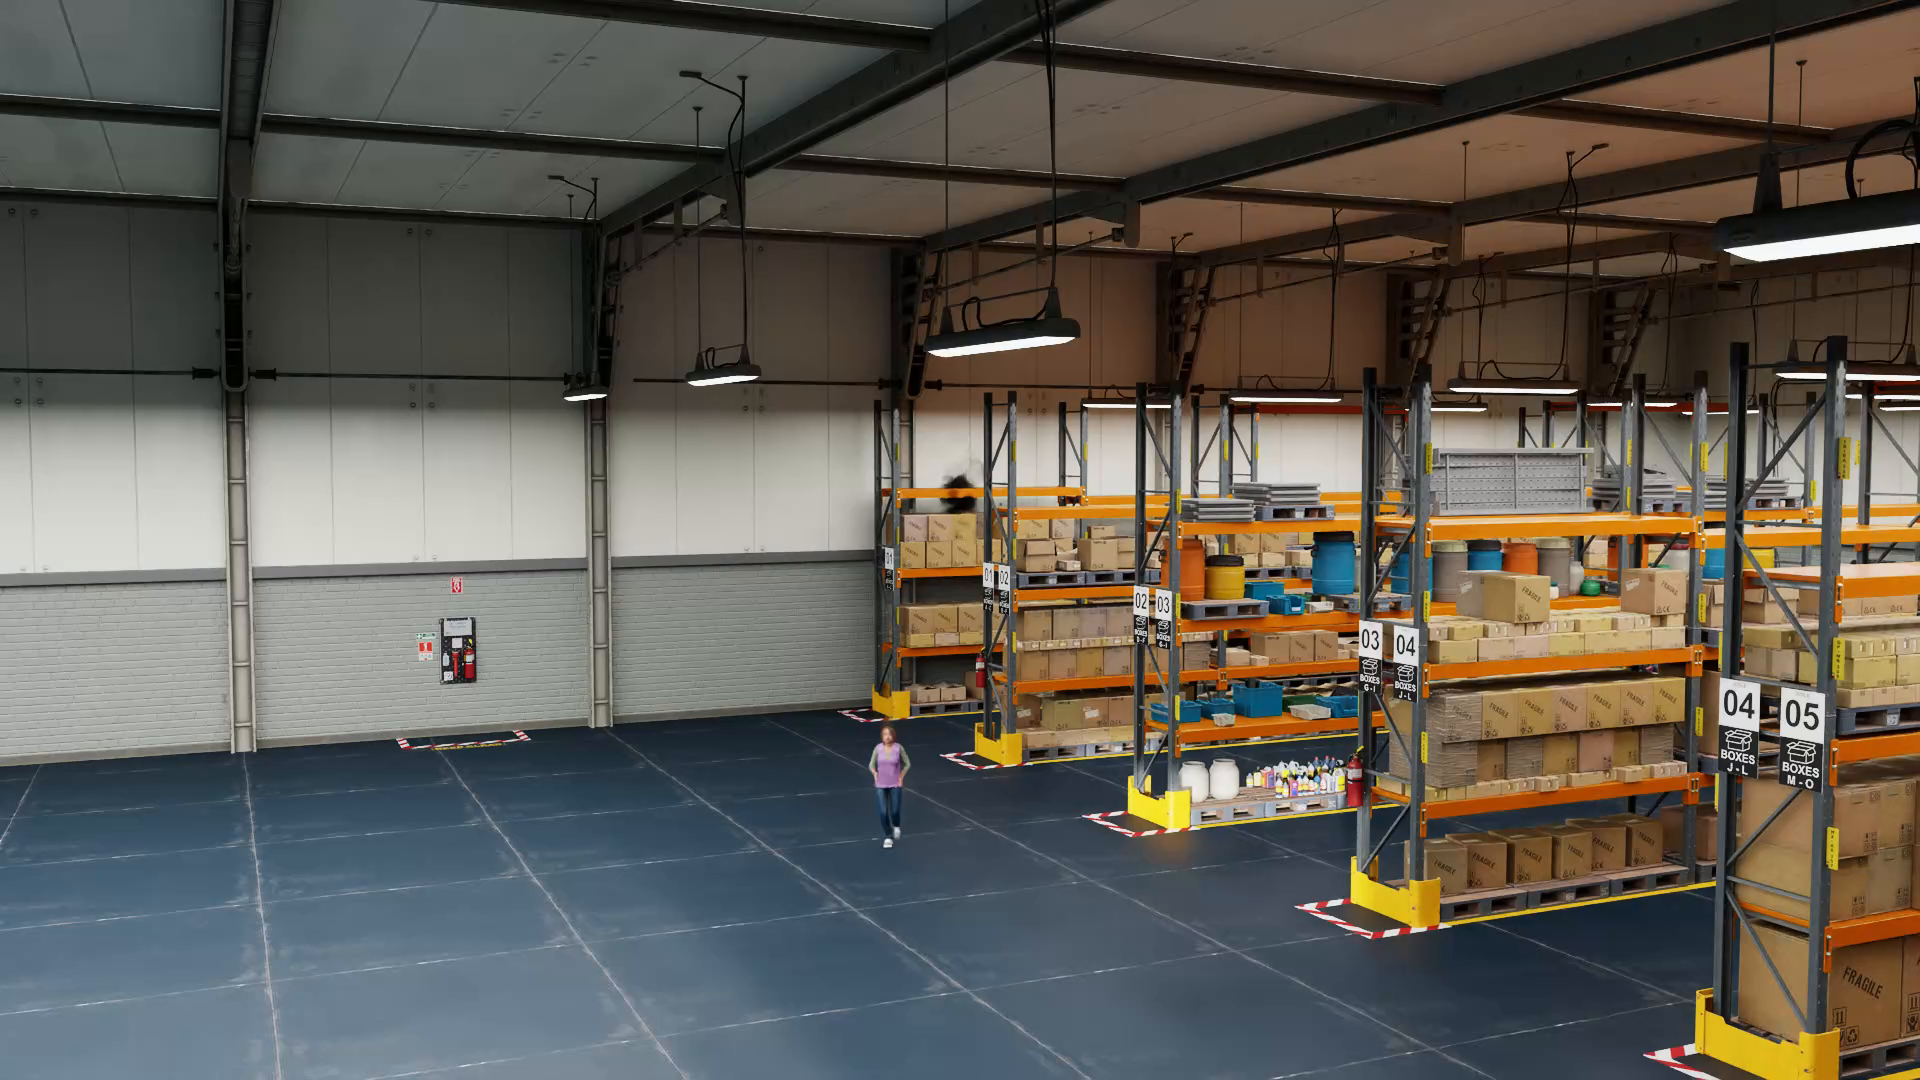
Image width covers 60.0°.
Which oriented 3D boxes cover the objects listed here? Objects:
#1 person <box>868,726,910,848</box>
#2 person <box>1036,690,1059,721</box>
[{"bbox_3d":[-0.912,3.149,21.214,0.530,1.552,0.551,0,3,4],"label":"person"},{"bbox_3d":[1.586,2.618,29.233,0.895,1.689,0.594,-2,4,-34],"label":"person"}]
